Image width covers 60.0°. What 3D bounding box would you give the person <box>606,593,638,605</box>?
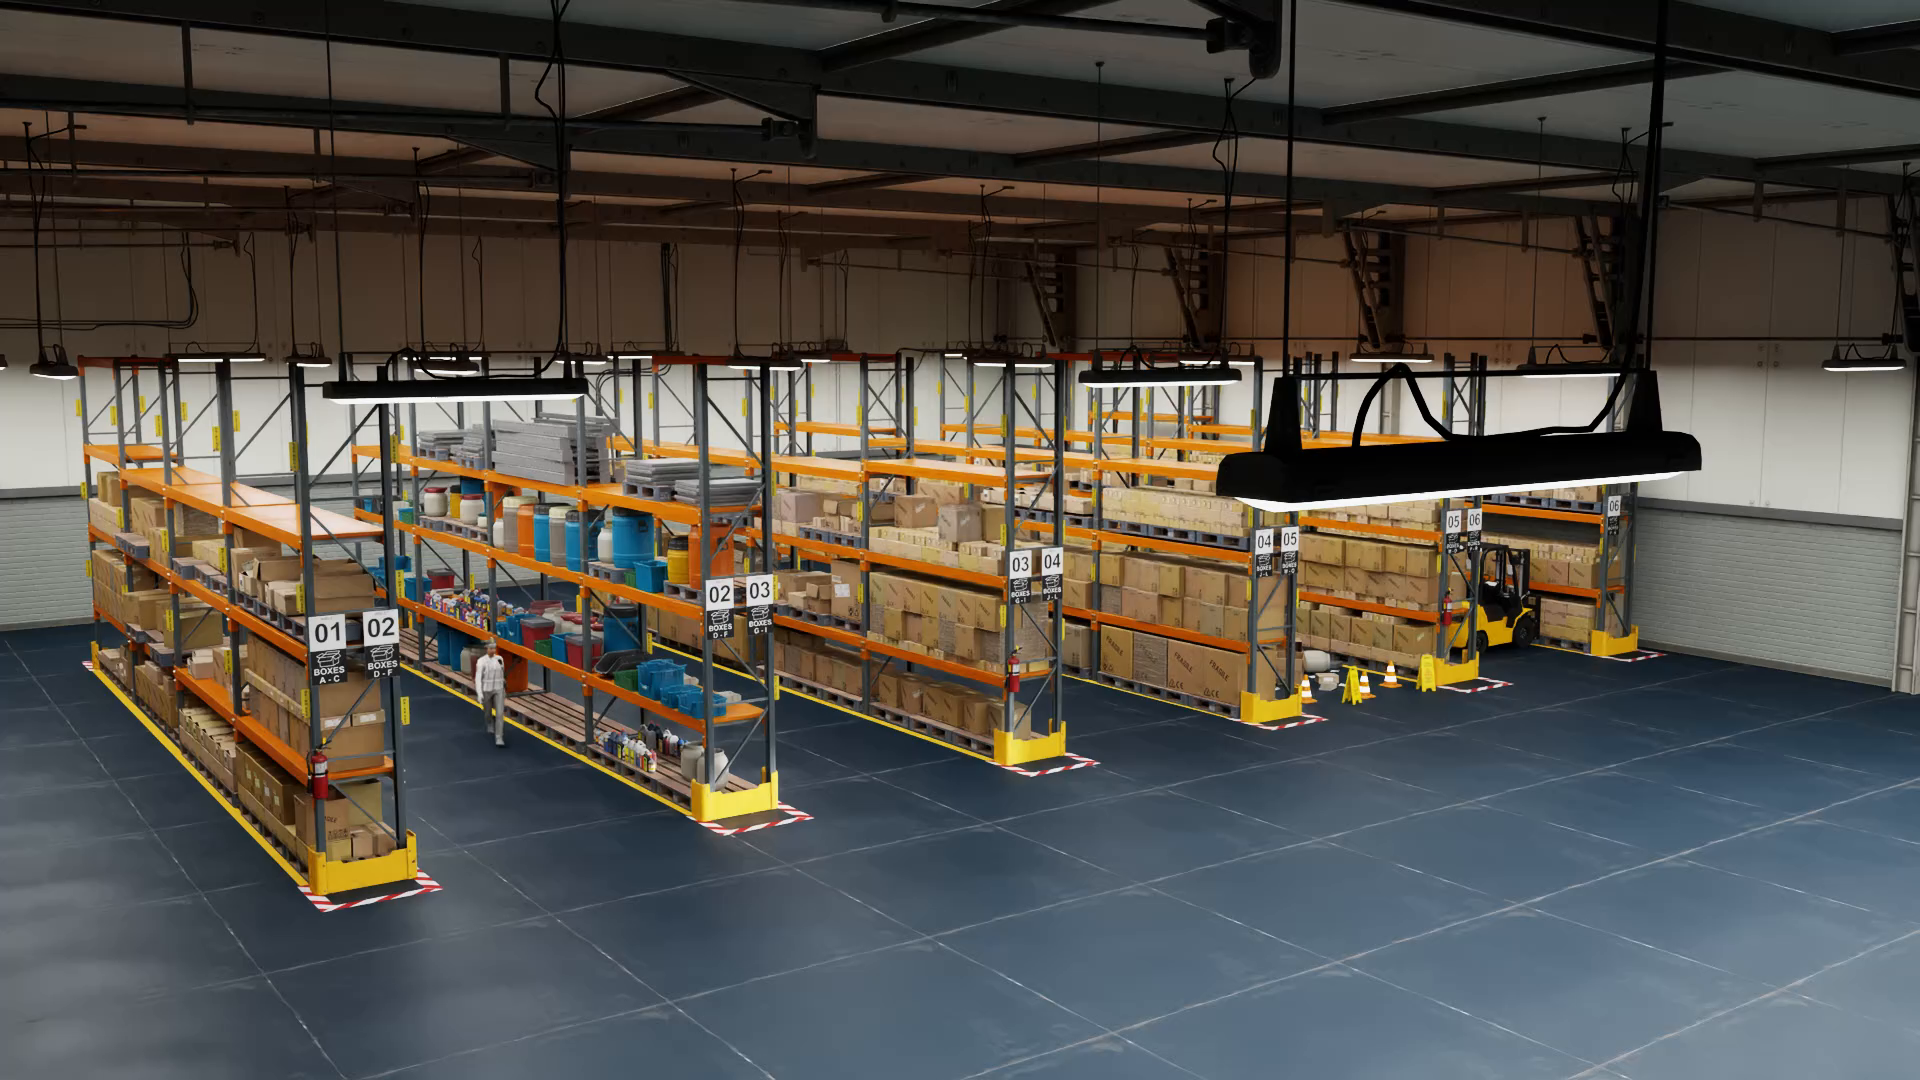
[{"bbox_3d":[-6.713,1.493,33.088,0.645,1.686,0.636,-3,8,-24],"label":"person"}]

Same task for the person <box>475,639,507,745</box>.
[{"bbox_3d":[-7.358,2.350,26.085,0.474,1.632,0.992,-2,7,-15],"label":"person"}]
